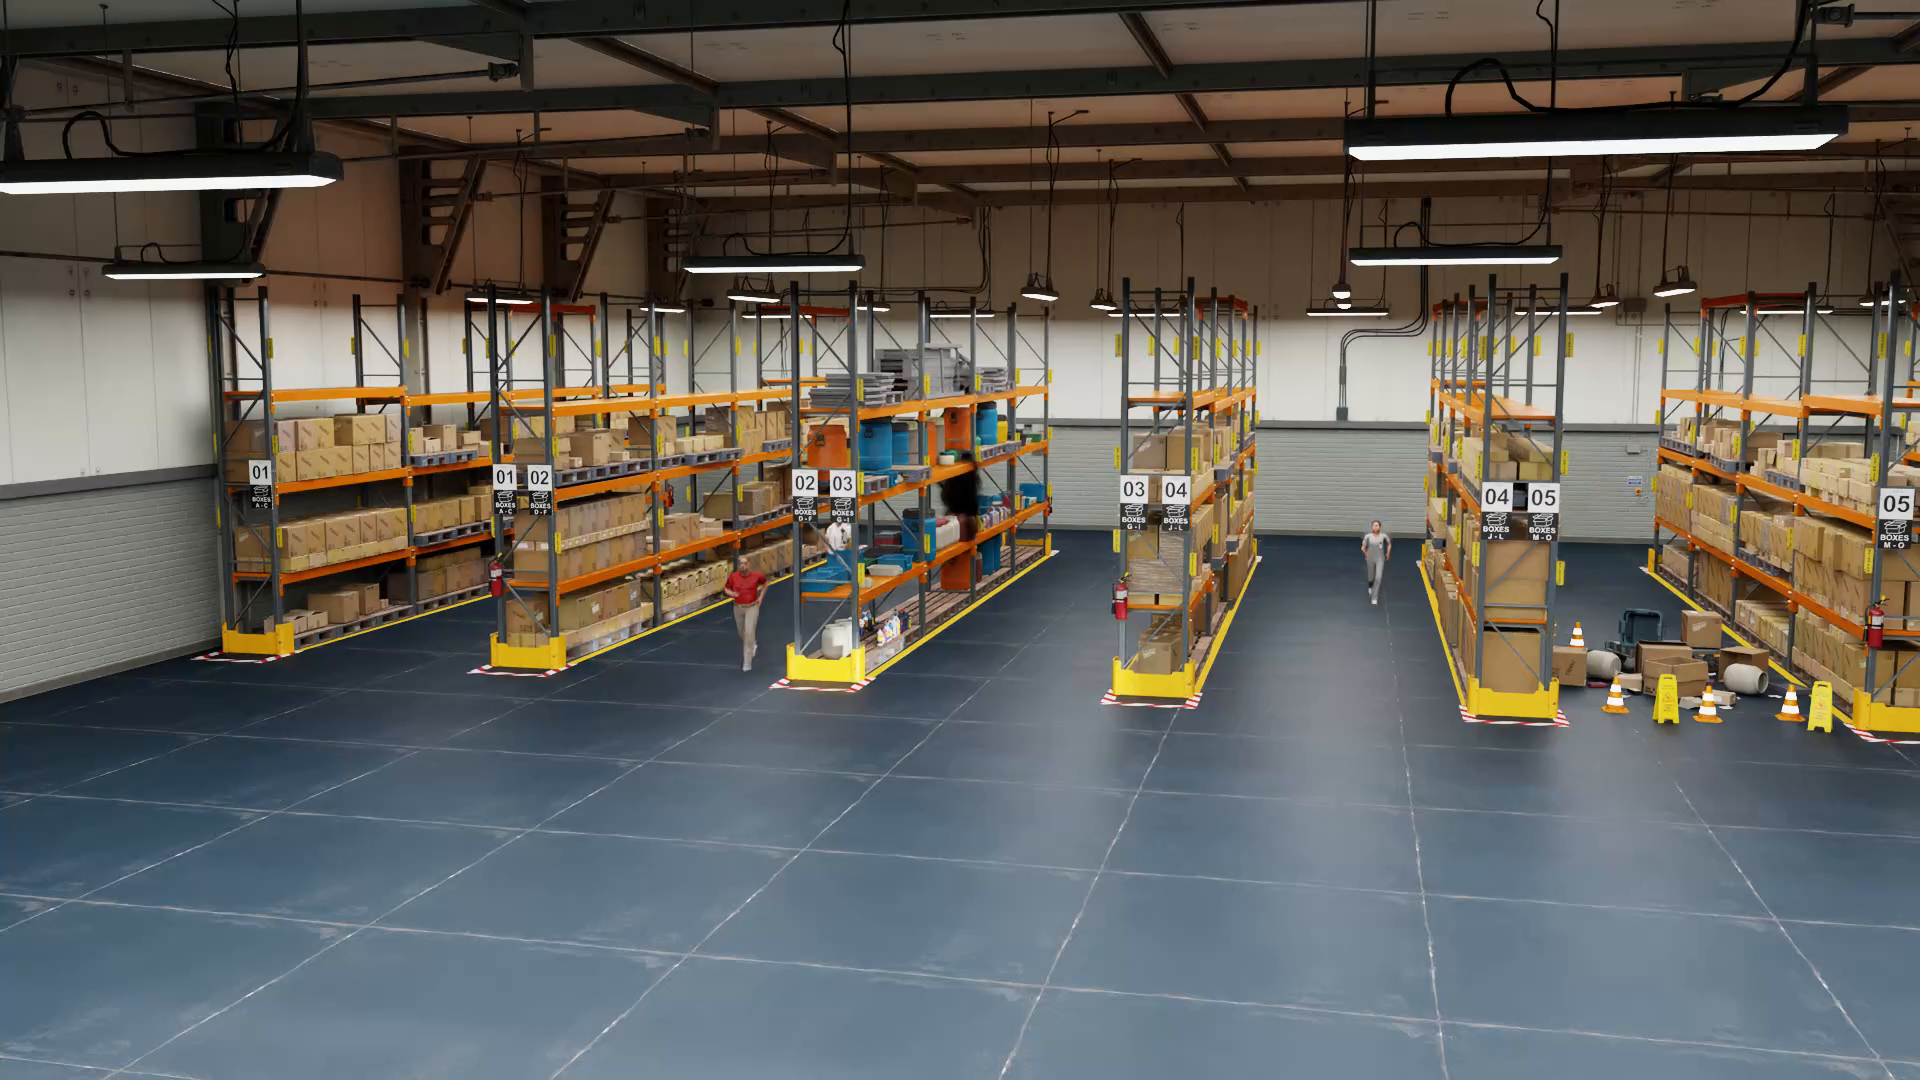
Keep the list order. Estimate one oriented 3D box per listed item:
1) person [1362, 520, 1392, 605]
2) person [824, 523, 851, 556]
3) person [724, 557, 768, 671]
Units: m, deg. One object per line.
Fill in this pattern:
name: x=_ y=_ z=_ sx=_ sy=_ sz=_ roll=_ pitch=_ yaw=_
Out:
person: x=8.228 y=0.424 z=32.873 sx=0.582 sy=1.640 sz=0.875 roll=2 pitch=7 yaw=13
person: x=-2.326 y=0.232 z=31.724 sx=0.616 sy=1.554 sz=0.462 roll=2 pitch=7 yaw=14
person: x=-3.399 y=1.147 z=26.359 sx=0.626 sy=1.785 sz=1.008 roll=1 pitch=7 yaw=12
